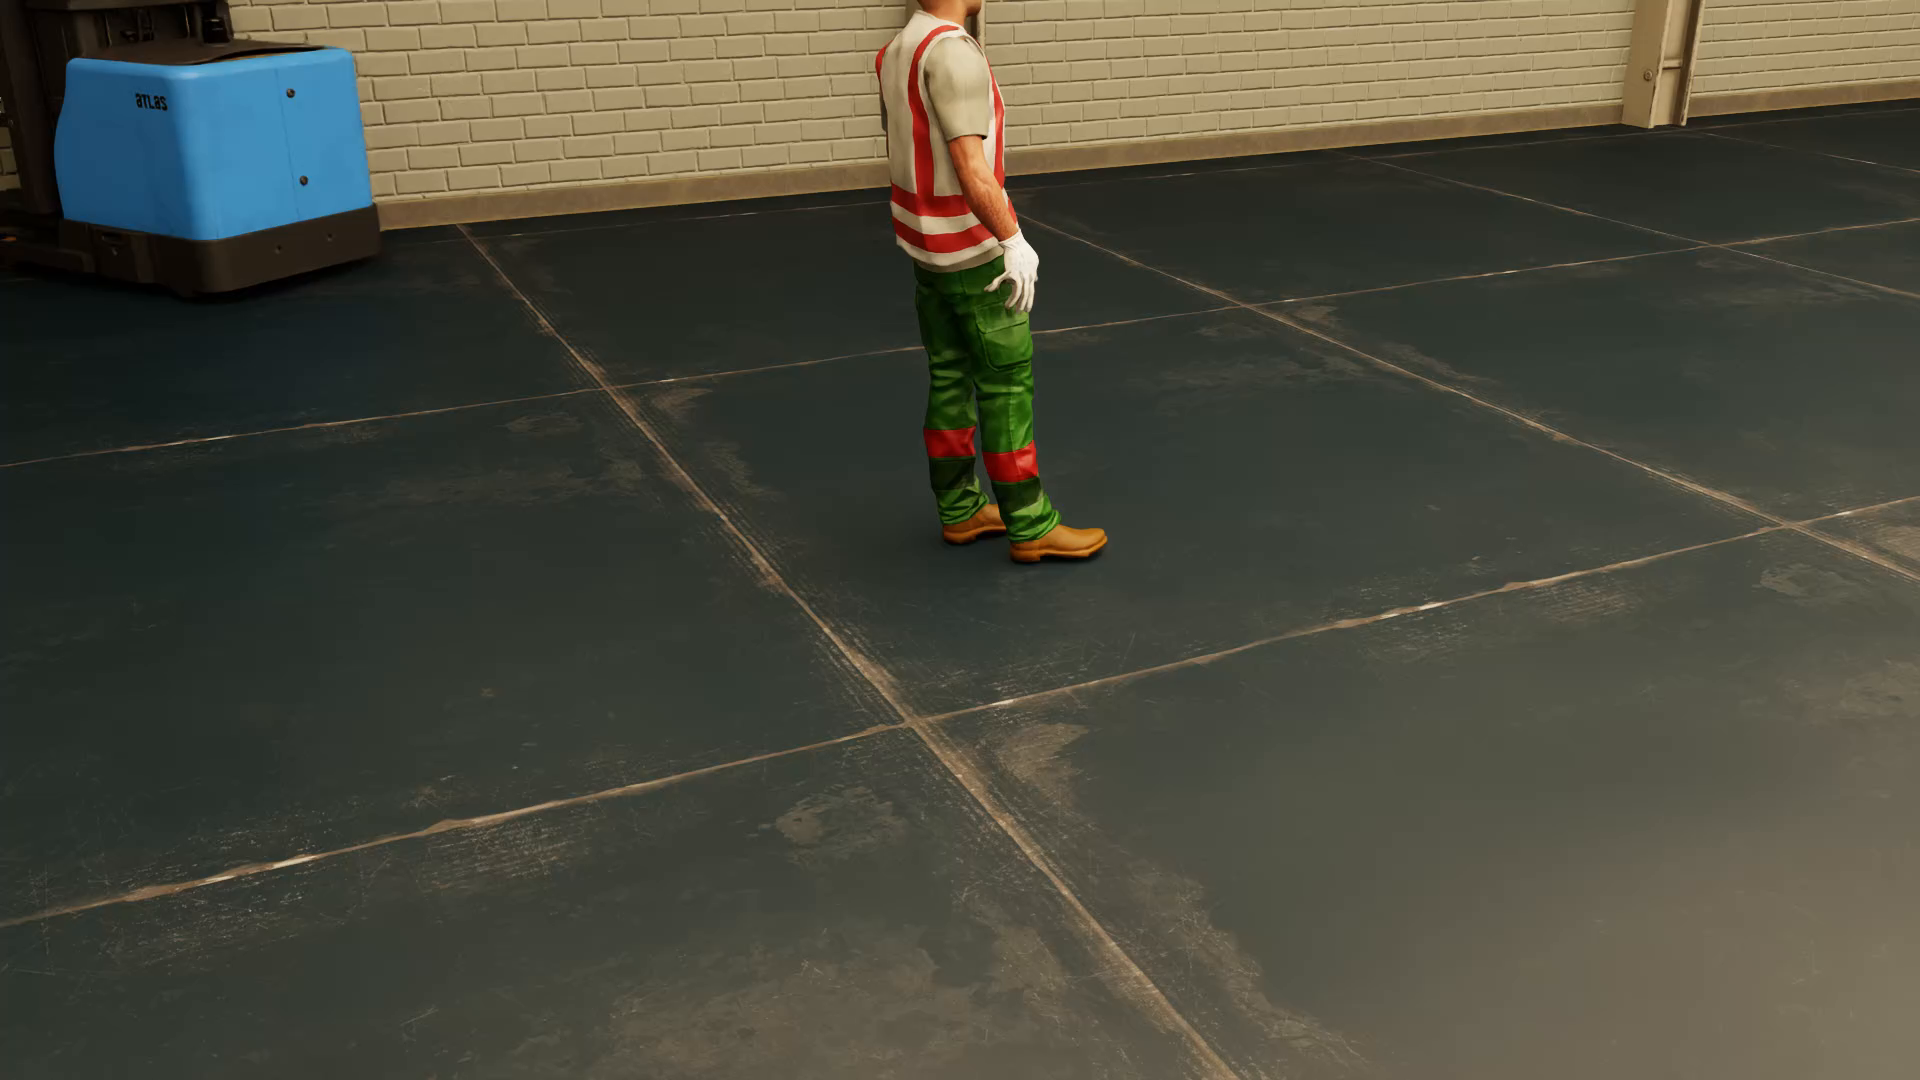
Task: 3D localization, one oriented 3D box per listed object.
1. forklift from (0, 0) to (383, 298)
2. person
[{"bbox_3d":[-4.462,-2.873,8.203,3.031,2.935,1.130,12,26,27],"label":"forklift"},{"bbox_3d":[0.078,-0.842,4.782,0.564,1.787,0.637,-10,25,-23],"label":"person"}]
